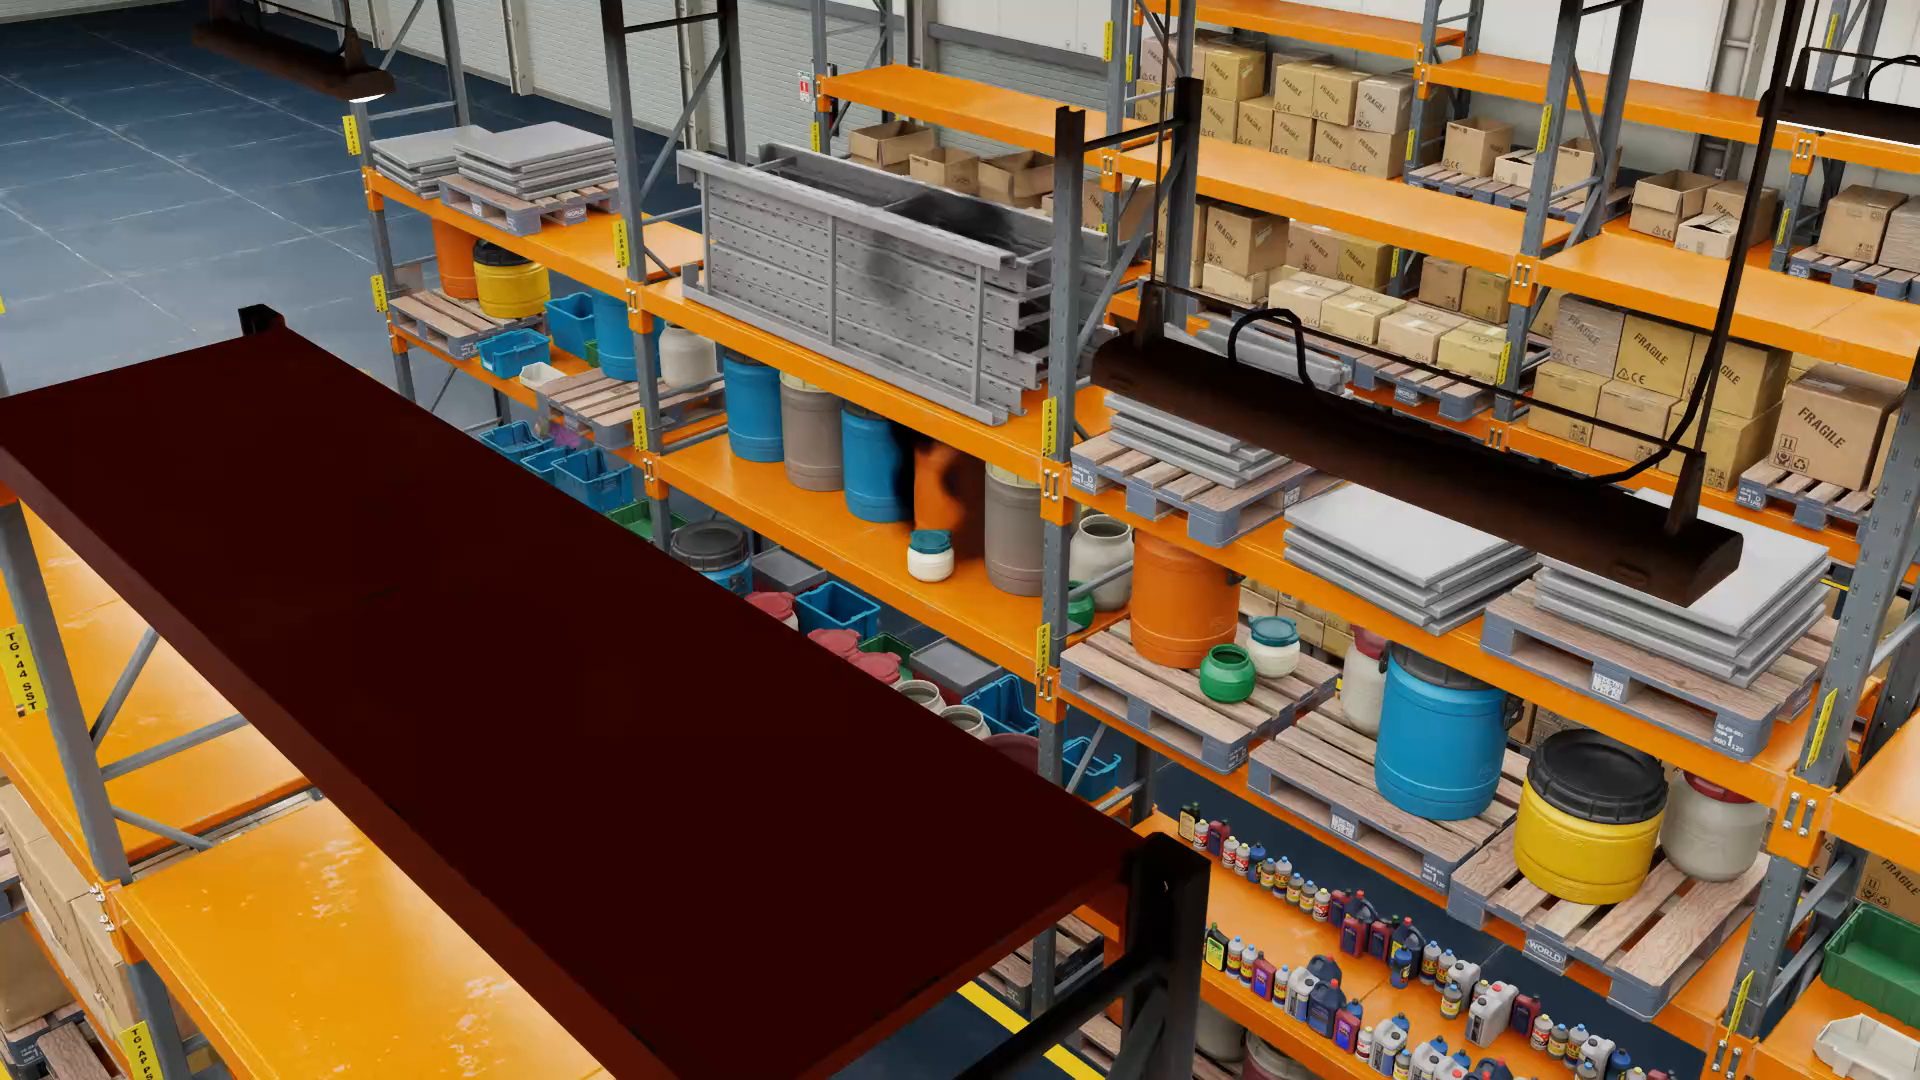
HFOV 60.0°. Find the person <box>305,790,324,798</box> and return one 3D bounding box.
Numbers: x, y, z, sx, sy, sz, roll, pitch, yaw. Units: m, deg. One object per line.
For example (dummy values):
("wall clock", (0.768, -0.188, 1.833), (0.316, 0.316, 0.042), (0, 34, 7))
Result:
("person", (-4.637, 1.907, 11.506), (0.840, 1.710, 0.554), (24, 36, 37))

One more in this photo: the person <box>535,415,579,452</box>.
("person", (-4.013, -0.896, 16.869), (0.701, 1.617, 0.525), (8, 29, 15))
